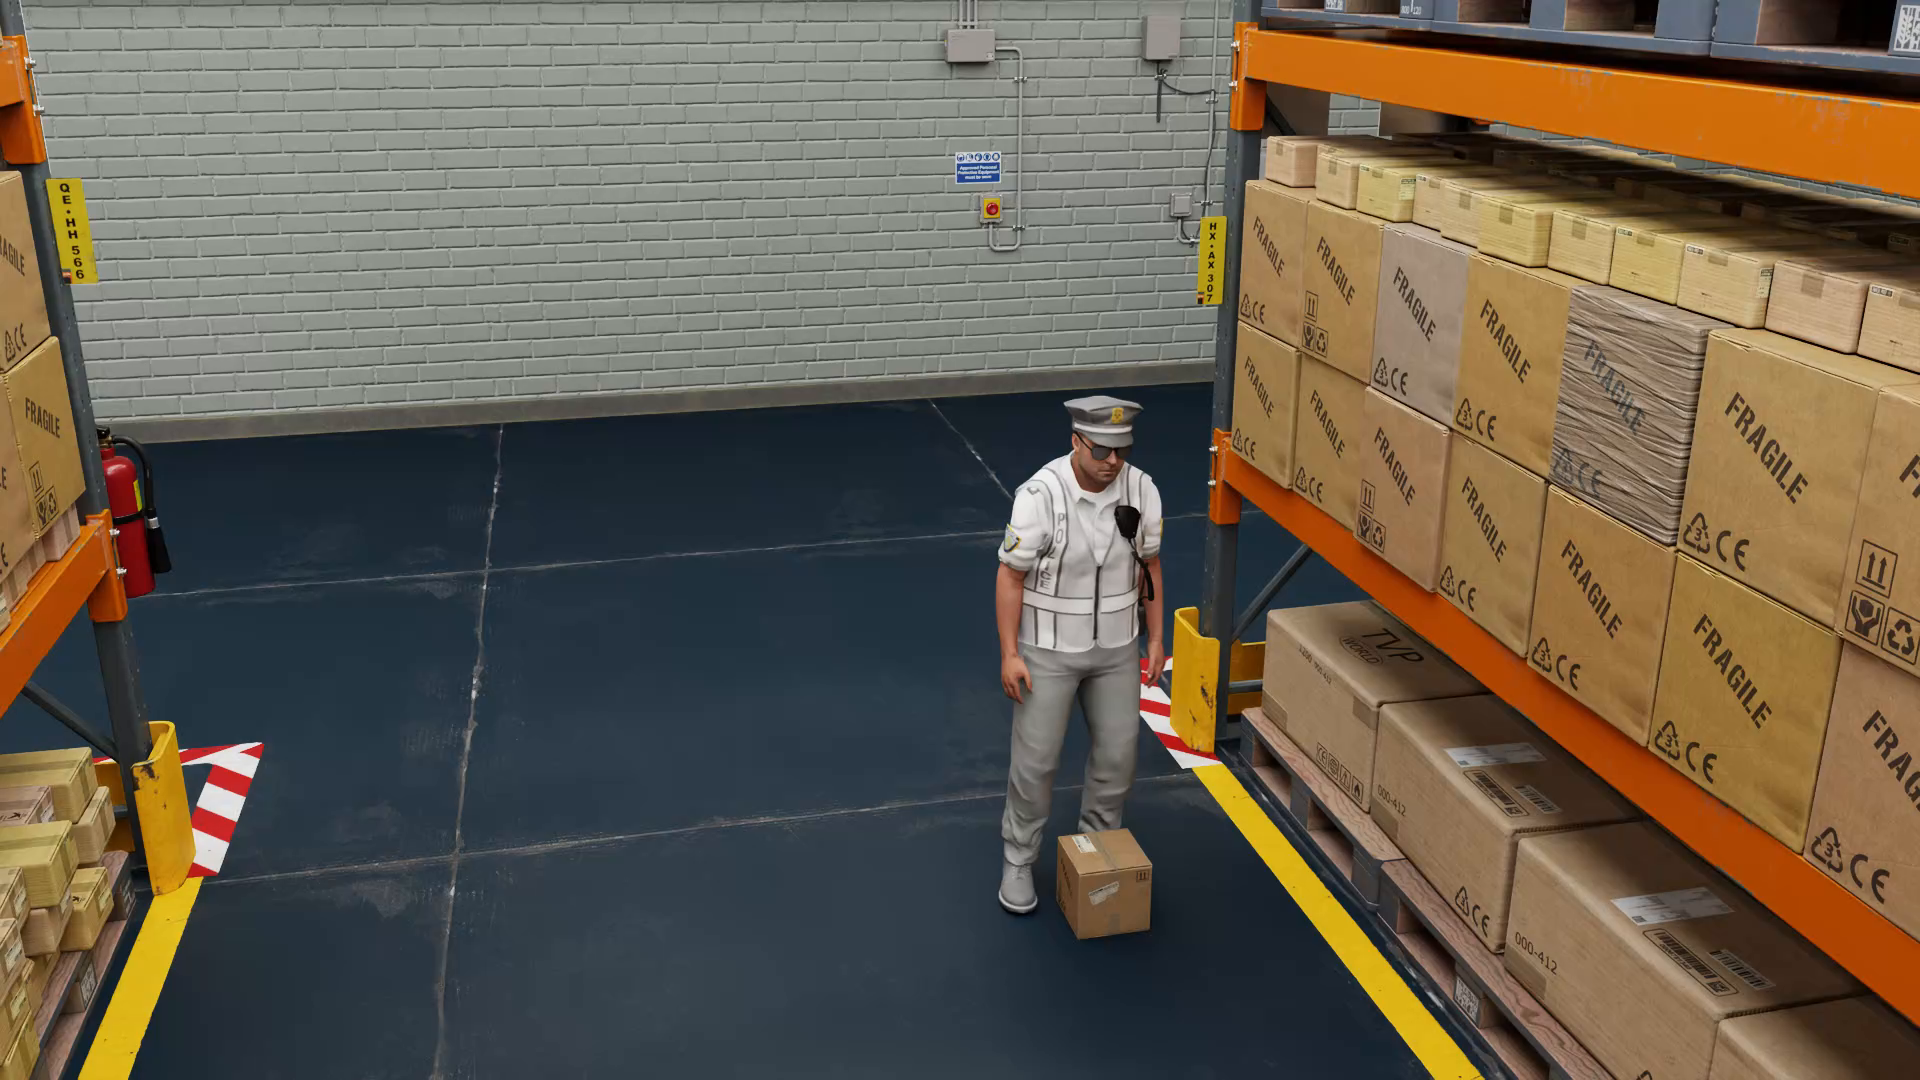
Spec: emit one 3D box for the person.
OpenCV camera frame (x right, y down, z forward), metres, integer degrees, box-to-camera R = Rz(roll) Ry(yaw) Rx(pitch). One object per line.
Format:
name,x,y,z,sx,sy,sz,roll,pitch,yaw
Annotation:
person,0.394,0.354,5.559,0.608,1.746,0.433,-6,20,-16
